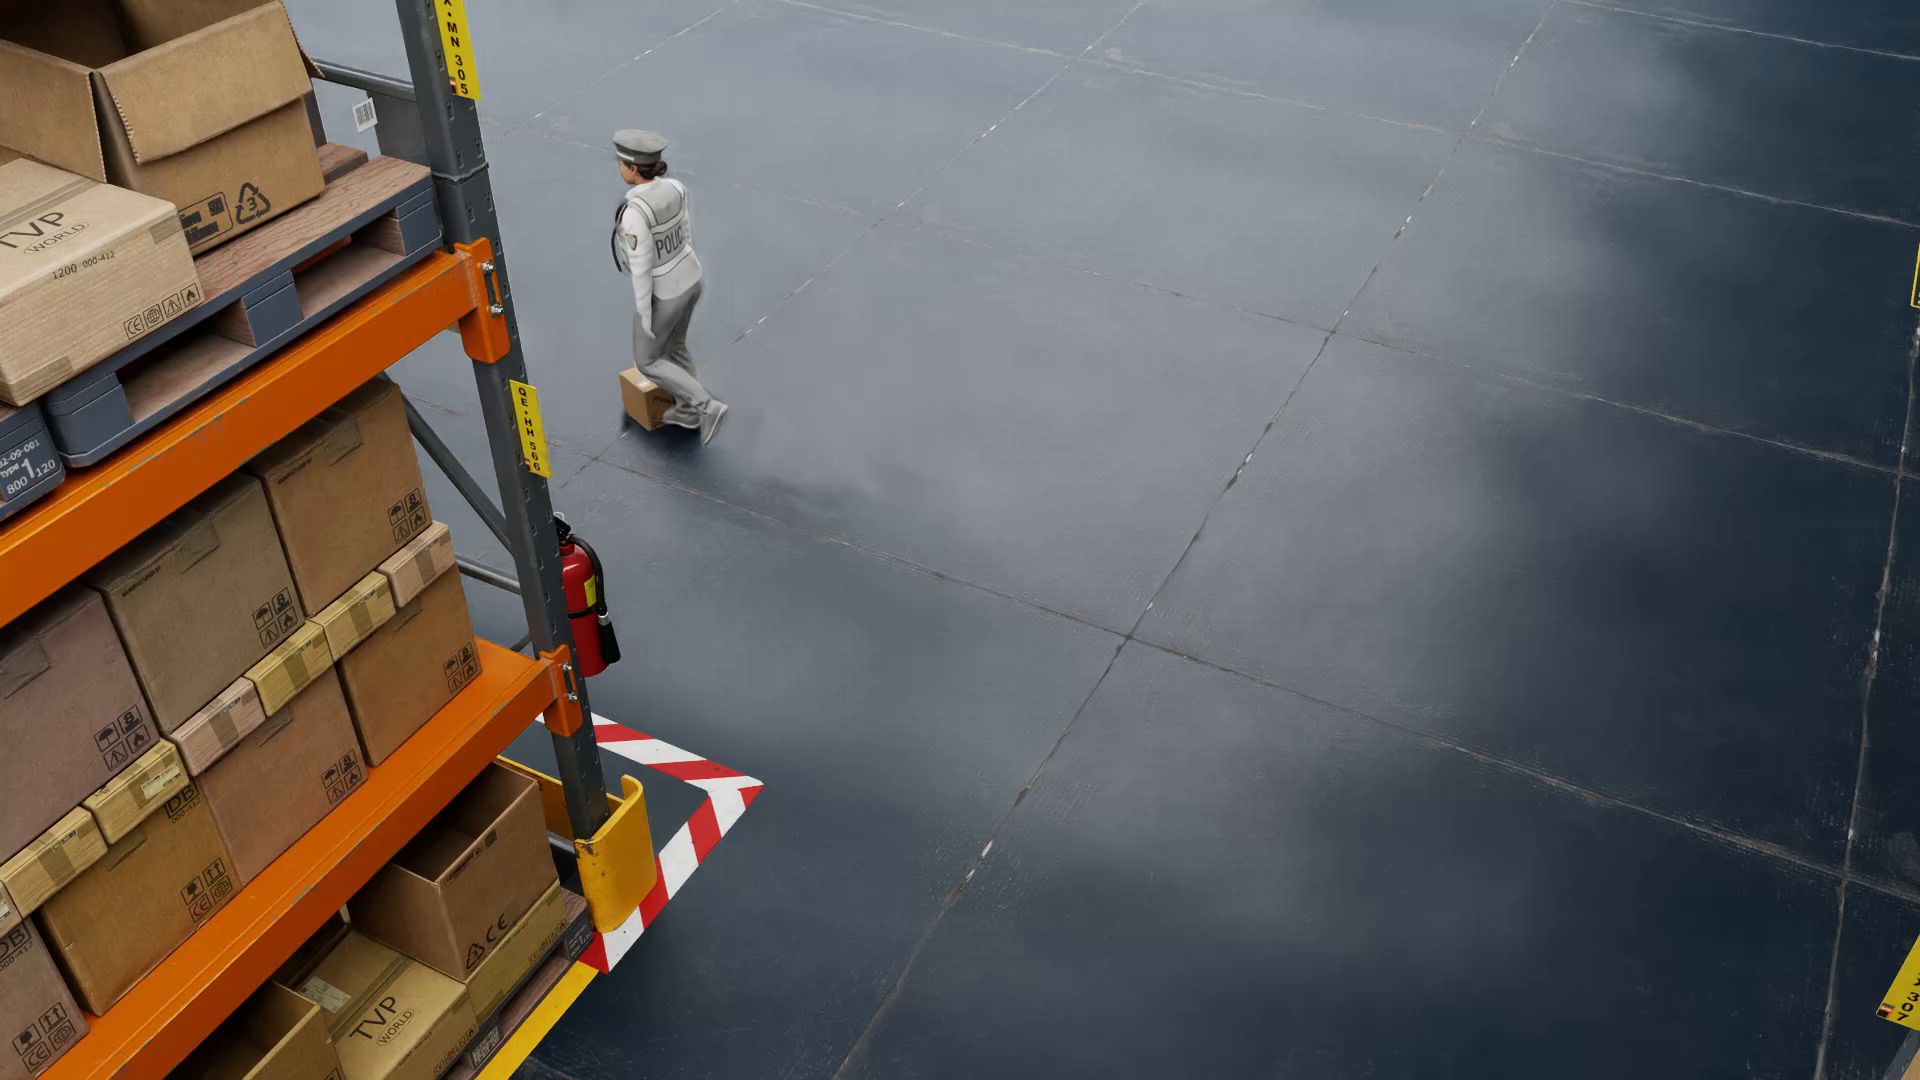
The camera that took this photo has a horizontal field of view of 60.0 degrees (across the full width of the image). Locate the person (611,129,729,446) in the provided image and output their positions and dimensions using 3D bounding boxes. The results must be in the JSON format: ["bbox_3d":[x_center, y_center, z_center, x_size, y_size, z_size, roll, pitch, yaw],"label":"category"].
[{"bbox_3d":[-1.416,-1.209,8.251,0.541,1.649,0.495,16,41,20],"label":"person"}]
